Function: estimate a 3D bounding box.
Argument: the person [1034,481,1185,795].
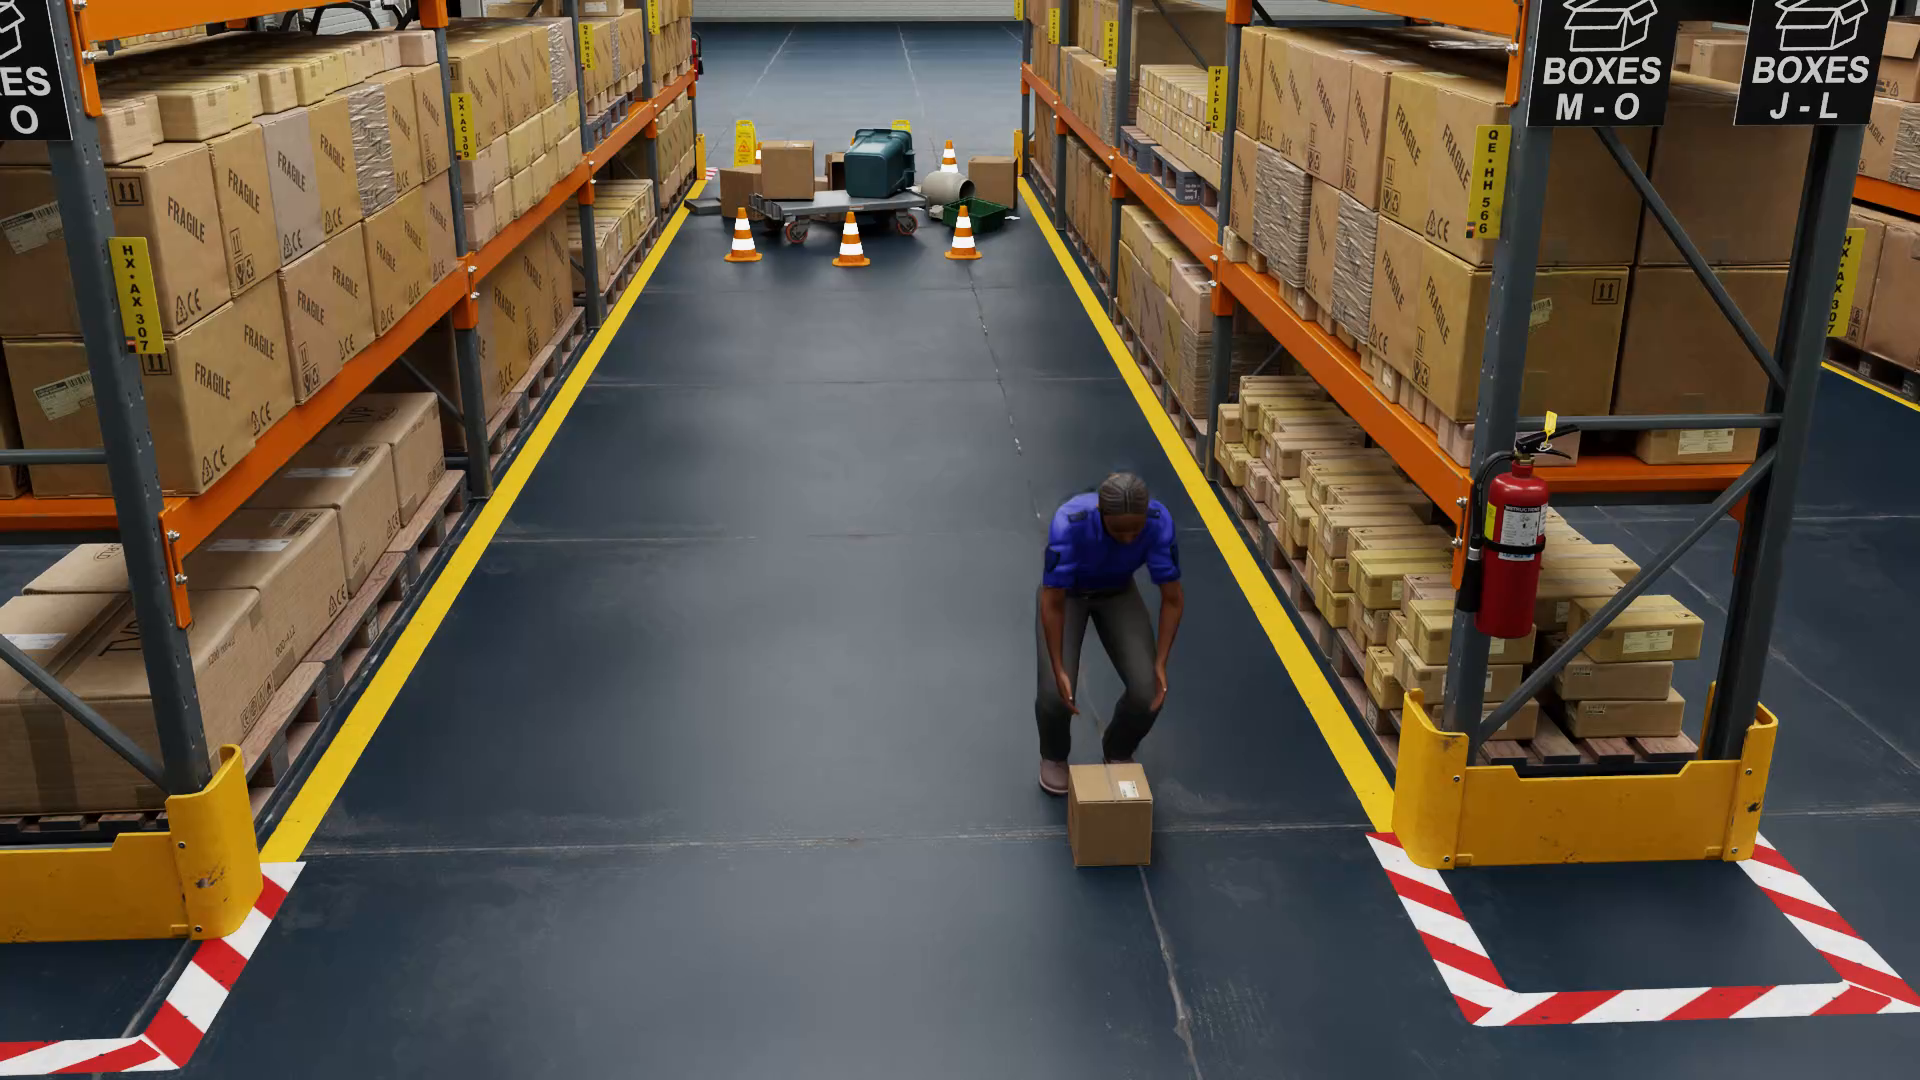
[{"bbox_3d":[0.515,0.313,5.845,0.498,1.248,0.698,-1,21,-3],"label":"person"}]
